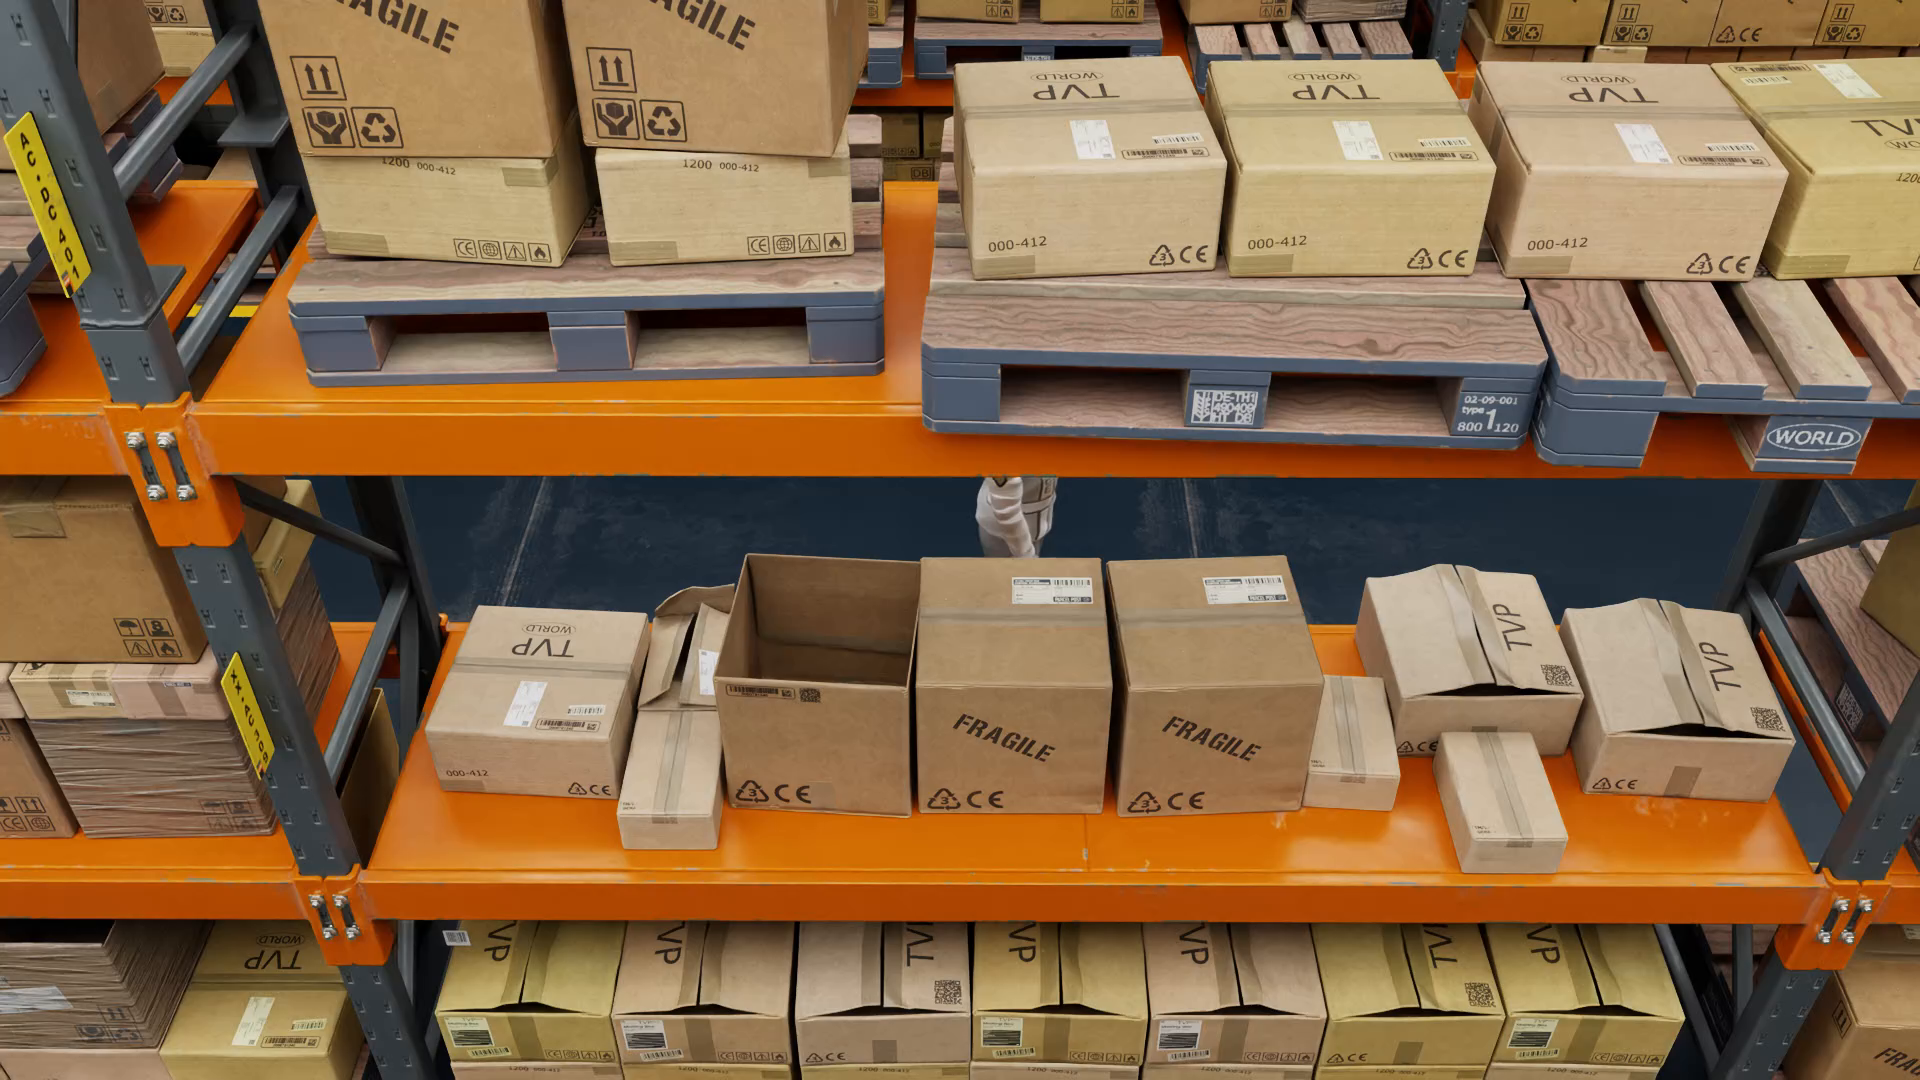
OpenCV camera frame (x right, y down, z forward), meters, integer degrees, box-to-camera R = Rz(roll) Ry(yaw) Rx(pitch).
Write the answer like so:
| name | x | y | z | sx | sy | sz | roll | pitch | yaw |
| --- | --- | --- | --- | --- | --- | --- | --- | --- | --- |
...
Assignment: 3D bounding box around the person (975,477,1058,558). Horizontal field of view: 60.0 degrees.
| name | x | y | z | sx | sy | sz | roll | pitch | yaw |
| --- | --- | --- | --- | --- | --- | --- | --- | --- | --- |
| person | 0.195 | -0.070 | 6.192 | 0.367 | 1.695 | 0.510 | 5 | 40 | 6 |
